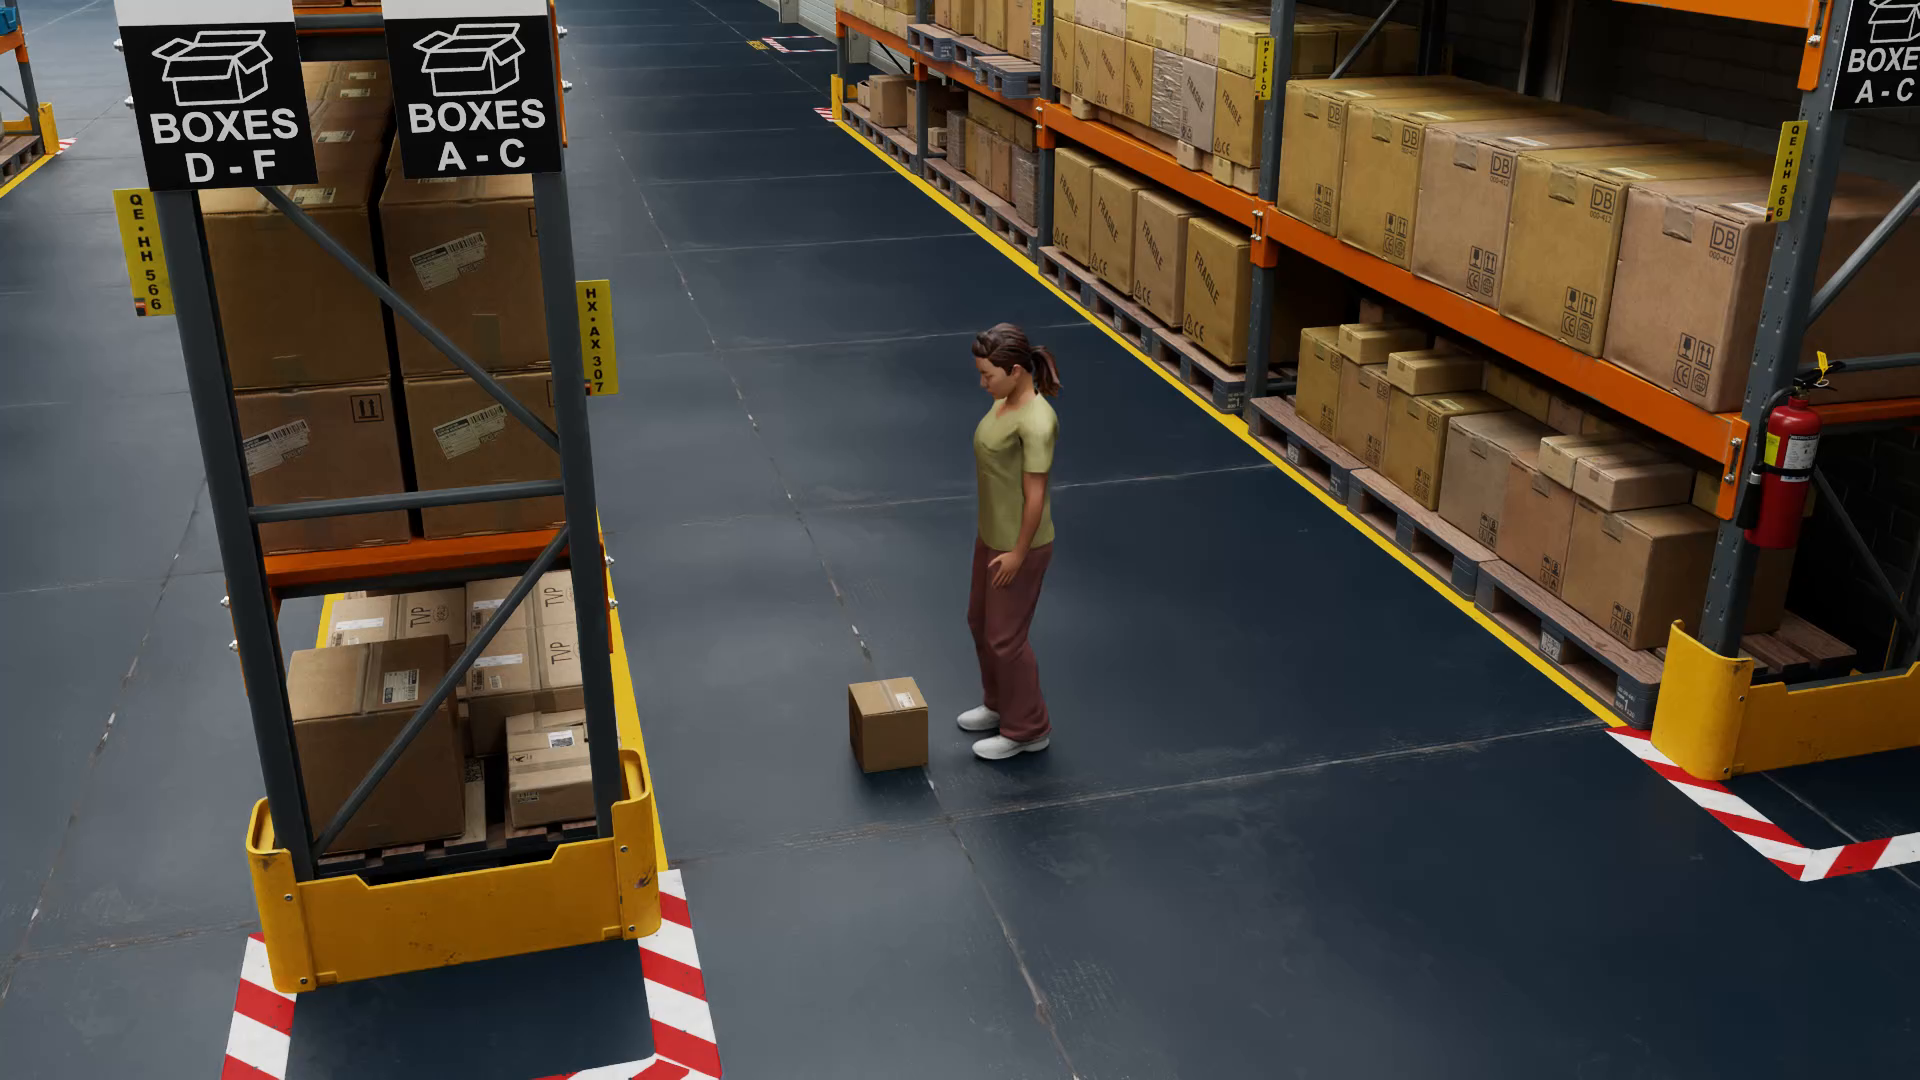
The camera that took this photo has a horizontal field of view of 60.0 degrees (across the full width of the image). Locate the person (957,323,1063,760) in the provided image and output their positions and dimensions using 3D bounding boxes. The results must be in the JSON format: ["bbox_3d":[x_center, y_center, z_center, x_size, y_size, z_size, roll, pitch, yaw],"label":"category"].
[{"bbox_3d":[0.196,0.008,6.100,0.359,1.665,0.452,-6,24,-13],"label":"person"}]
